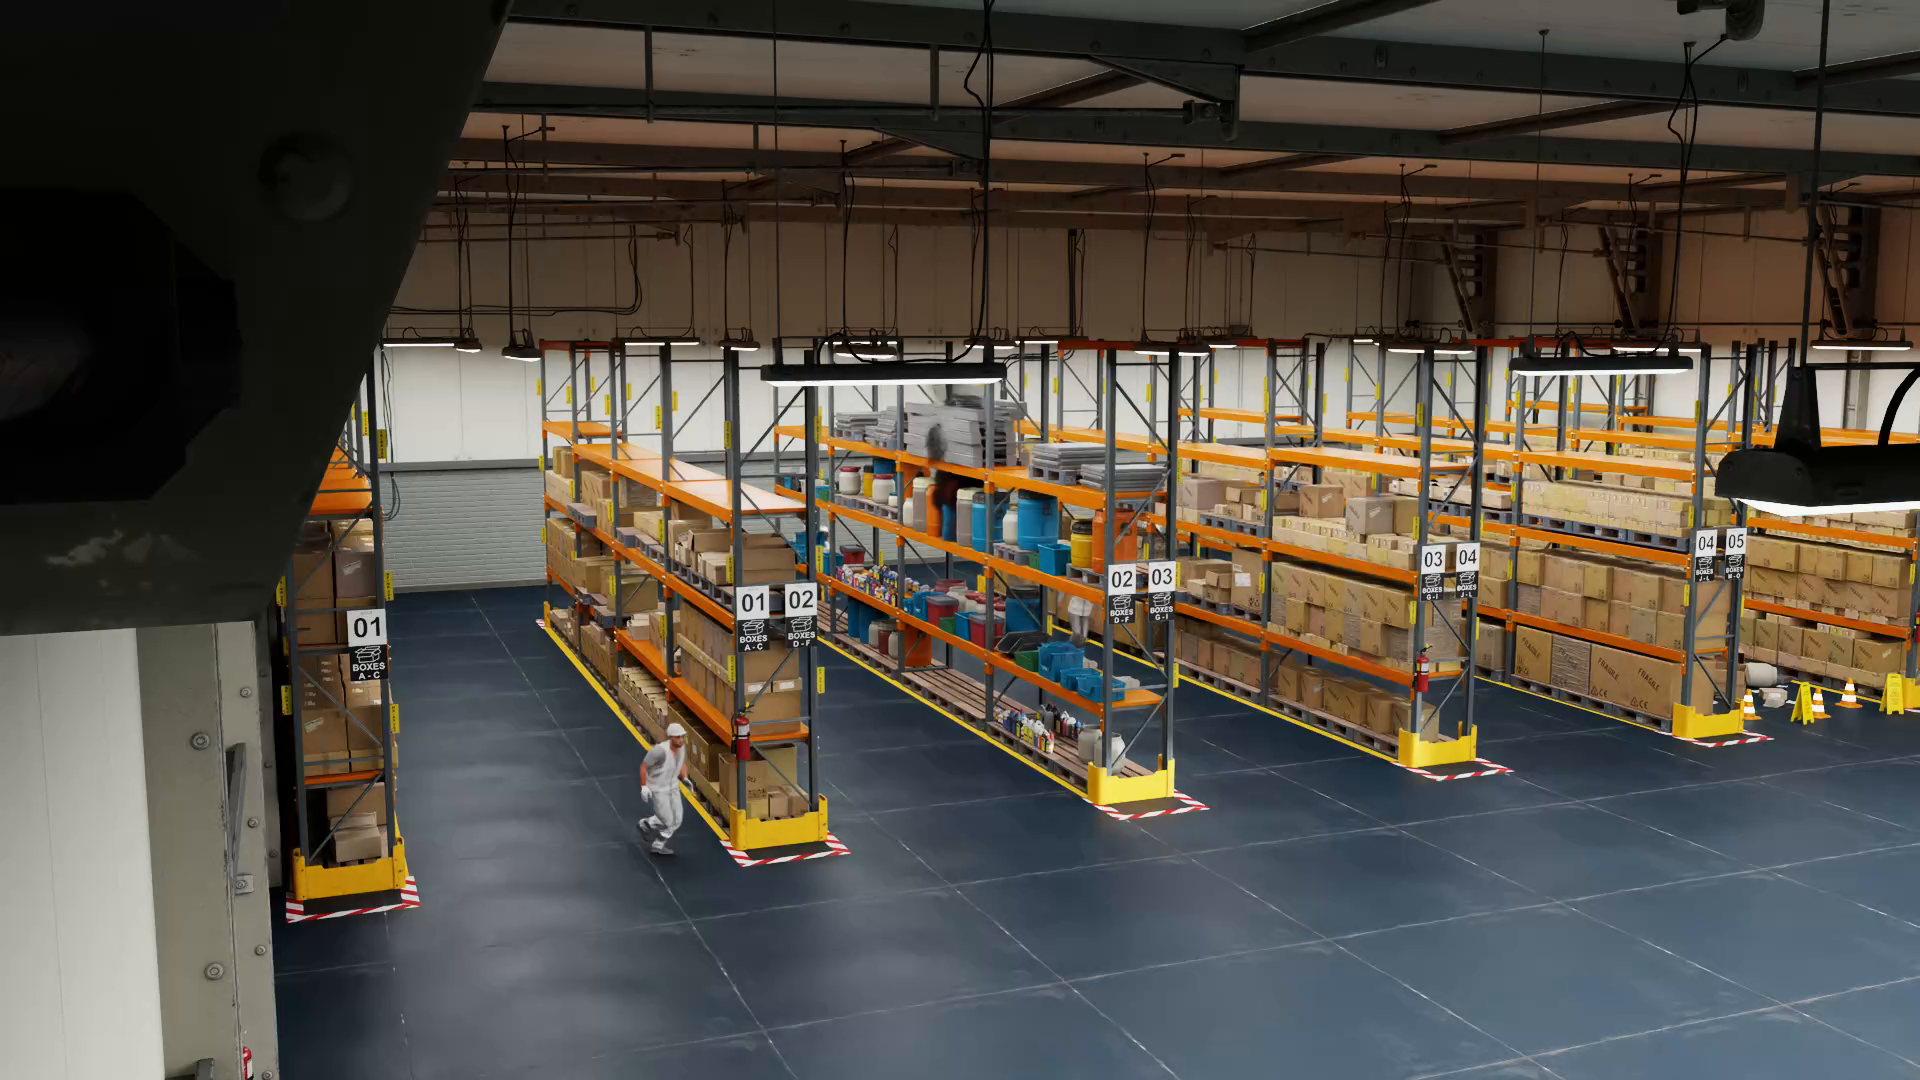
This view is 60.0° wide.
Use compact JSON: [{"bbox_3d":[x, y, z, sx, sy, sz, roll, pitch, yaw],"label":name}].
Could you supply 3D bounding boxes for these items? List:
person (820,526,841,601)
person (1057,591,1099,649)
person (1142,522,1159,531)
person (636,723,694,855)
[{"bbox_3d":[-3.107,0.546,37.870,0.745,1.742,0.719,1,7,6],"label":"person"},{"bbox_3d":[2.188,1.346,30.023,0.724,1.685,0.747,-3,8,-19],"label":"person"},{"bbox_3d":[4.710,0.151,41.104,0.866,1.807,0.713,-4,9,-31],"label":"person"},{"bbox_3d":[-3.535,2.954,19.802,0.757,1.639,0.662,6,9,37],"label":"person"}]
